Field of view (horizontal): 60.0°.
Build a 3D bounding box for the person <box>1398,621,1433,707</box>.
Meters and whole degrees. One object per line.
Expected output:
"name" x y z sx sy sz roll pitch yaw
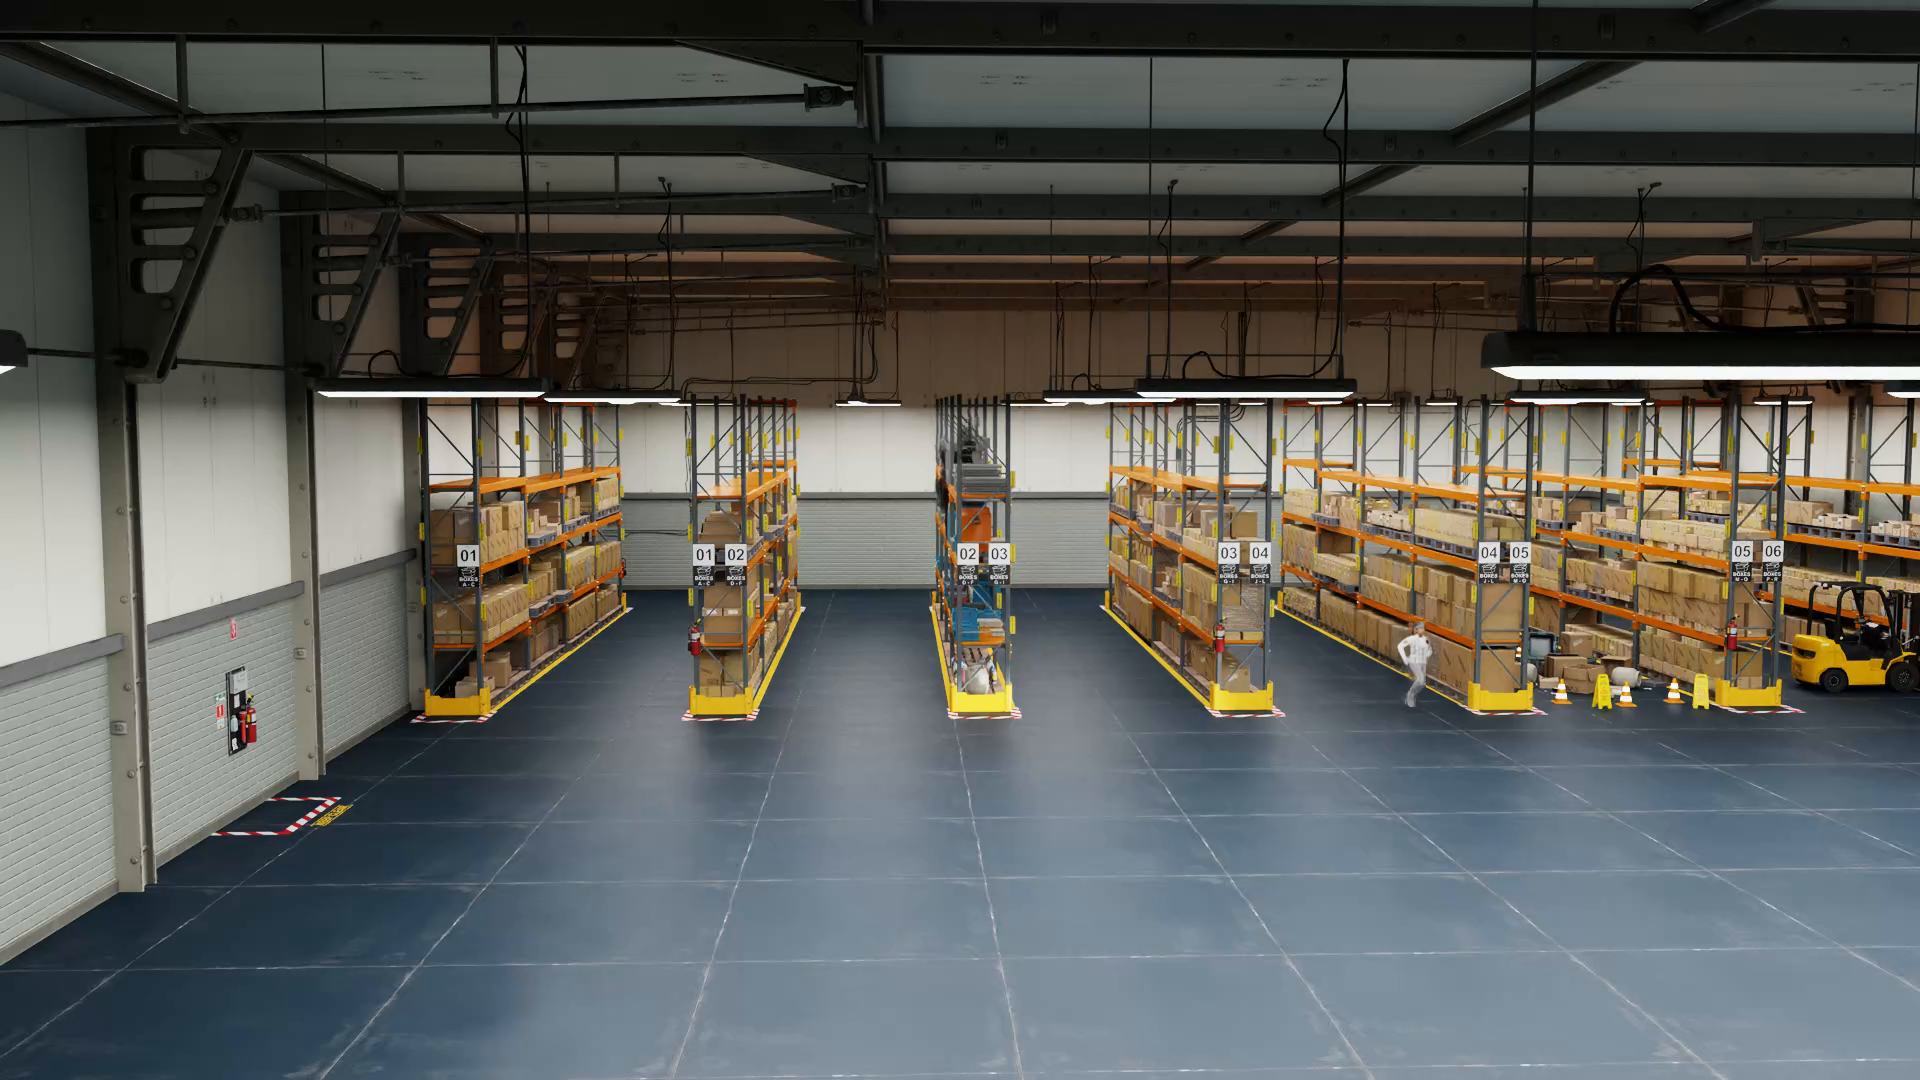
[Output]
"person" 8.796 2.376 31.896 0.606 1.647 0.567 -2 5 -28
